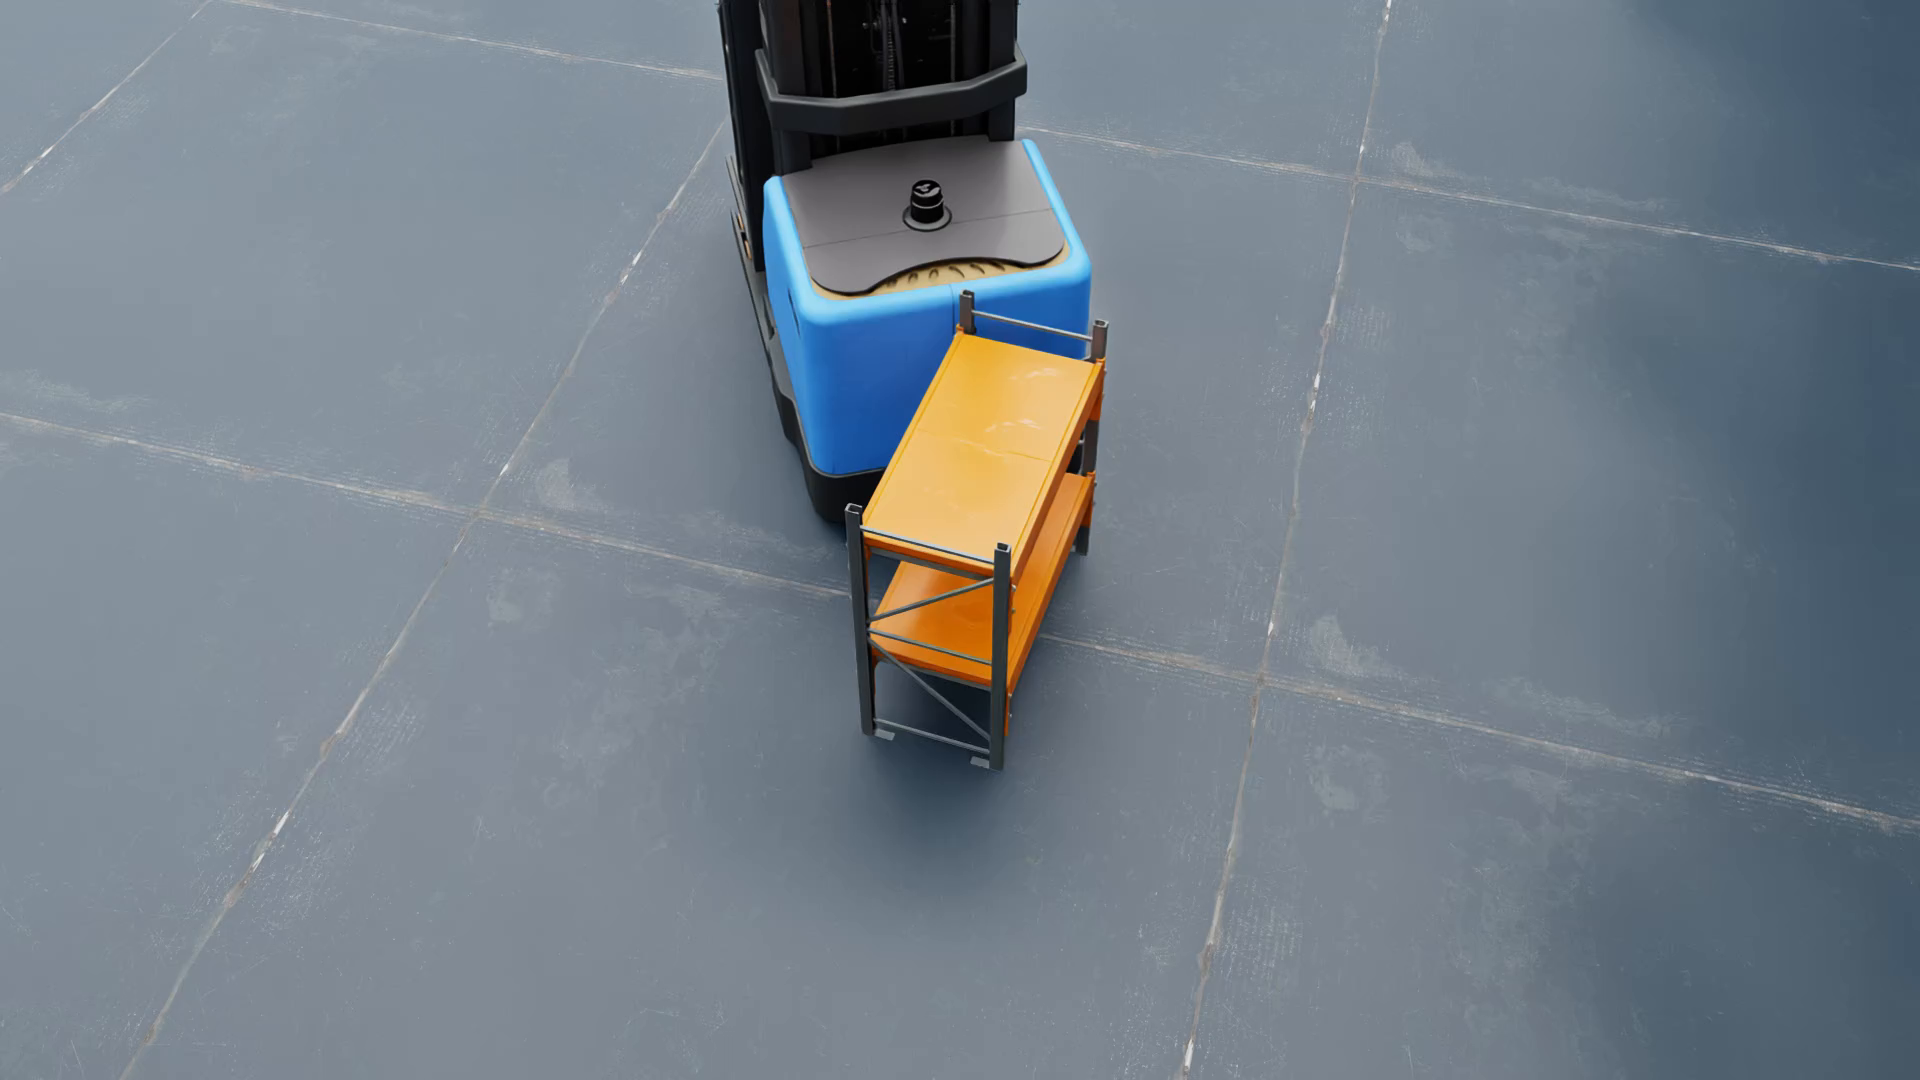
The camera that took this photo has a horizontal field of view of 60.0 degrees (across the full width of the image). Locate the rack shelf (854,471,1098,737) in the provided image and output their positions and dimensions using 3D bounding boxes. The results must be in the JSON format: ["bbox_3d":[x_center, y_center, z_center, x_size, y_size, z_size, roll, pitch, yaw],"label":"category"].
[{"bbox_3d":[0.073,0.138,5.704,0.538,0.278,1.000,15,50,12],"label":"rack shelf"}]

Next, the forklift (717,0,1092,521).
[{"bbox_3d":[-0.384,-2.171,6.211,1.130,2.935,3.031,-11,49,-9],"label":"forklift"}]

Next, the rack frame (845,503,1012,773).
[{"bbox_3d":[-0.094,0.336,5.203,0.500,1.125,0.032,15,50,12],"label":"rack frame"}]

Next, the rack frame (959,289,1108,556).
[{"bbox_3d":[0.239,-0.384,5.839,0.500,1.125,0.032,15,50,12],"label":"rack frame"}]

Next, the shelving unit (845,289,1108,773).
[{"bbox_3d":[0.073,-0.024,5.521,0.538,1.125,1.048,15,50,12],"label":"shelving unit"}]

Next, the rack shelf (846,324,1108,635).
[{"bbox_3d":[0.073,-0.218,5.302,0.538,0.278,1.000,15,50,12],"label":"rack shelf"}]
